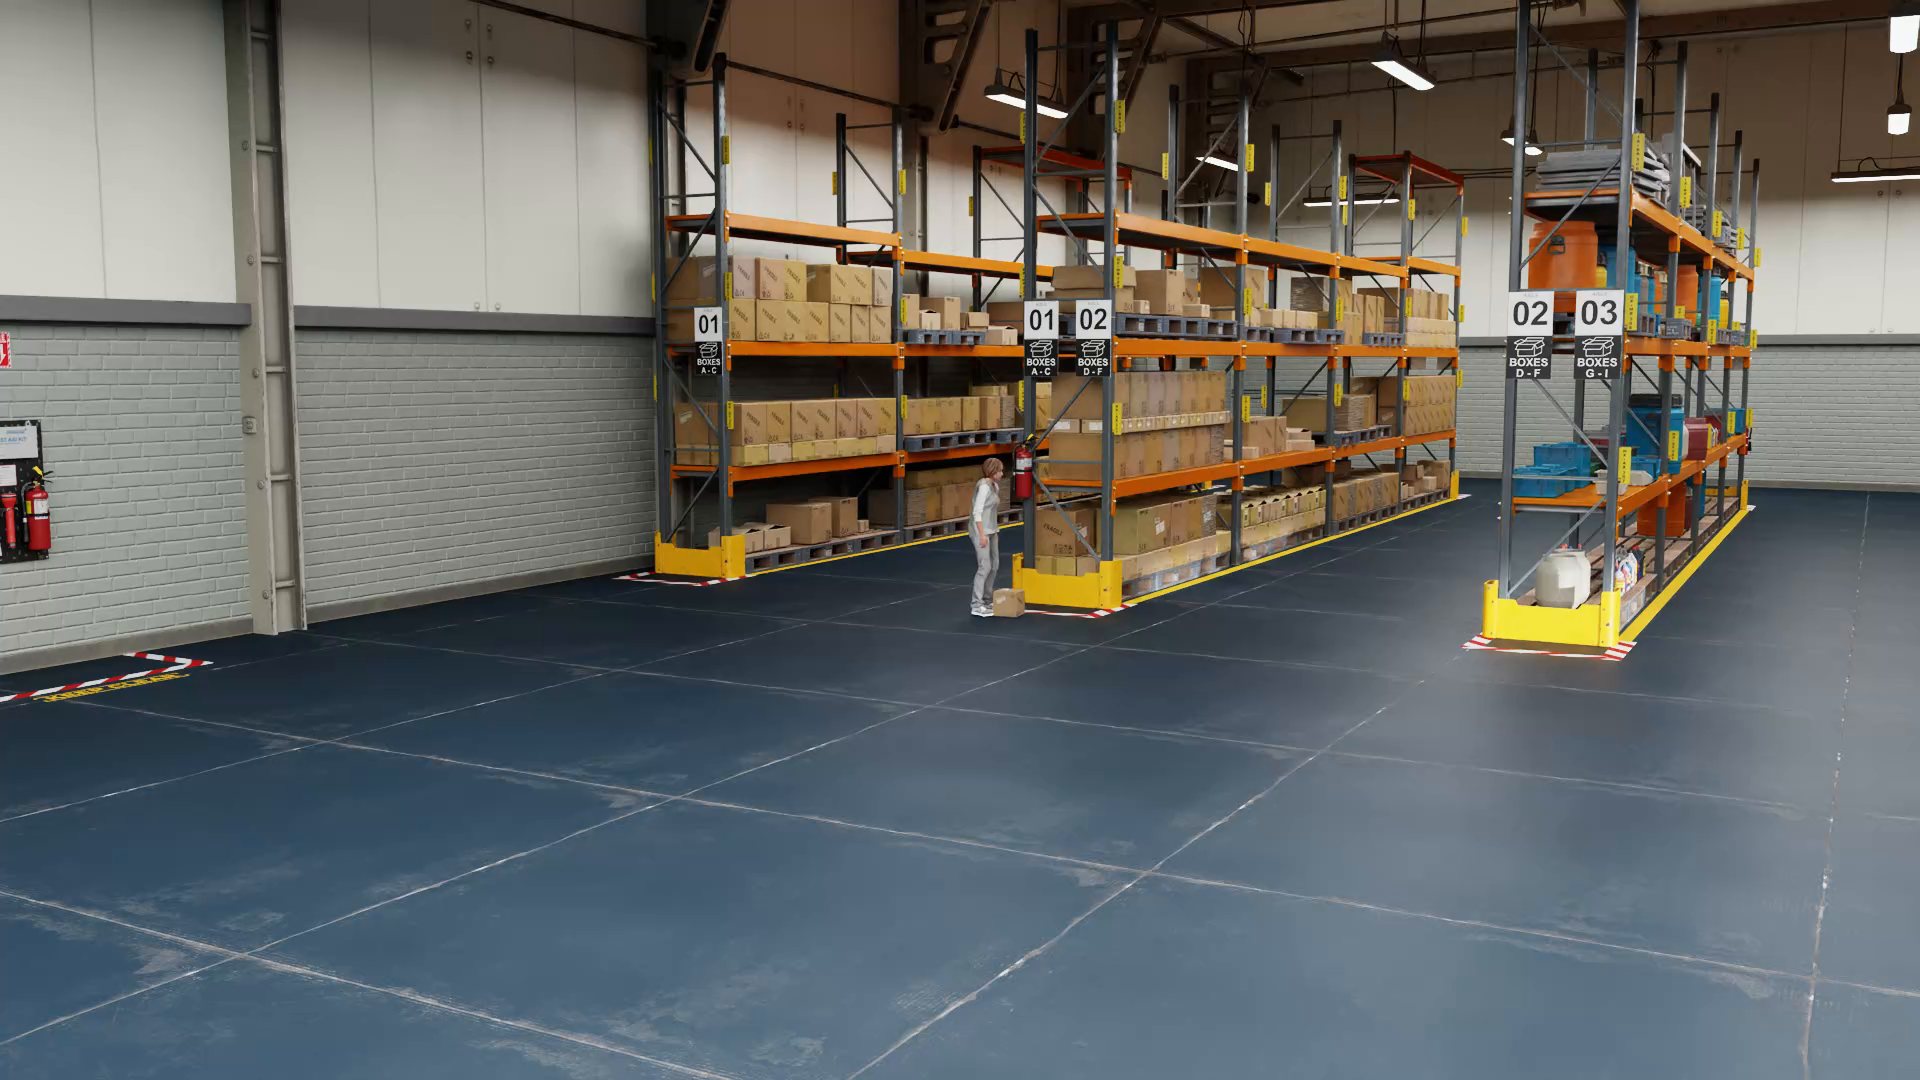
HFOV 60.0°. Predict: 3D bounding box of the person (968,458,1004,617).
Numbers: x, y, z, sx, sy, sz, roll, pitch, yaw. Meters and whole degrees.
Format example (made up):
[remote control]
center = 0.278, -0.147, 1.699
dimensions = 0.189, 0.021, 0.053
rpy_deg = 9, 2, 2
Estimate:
[person]
center = 0.268, -0.039, 16.934
dimensions = 0.344, 1.593, 0.486
rpy_deg = 2, 7, 21
